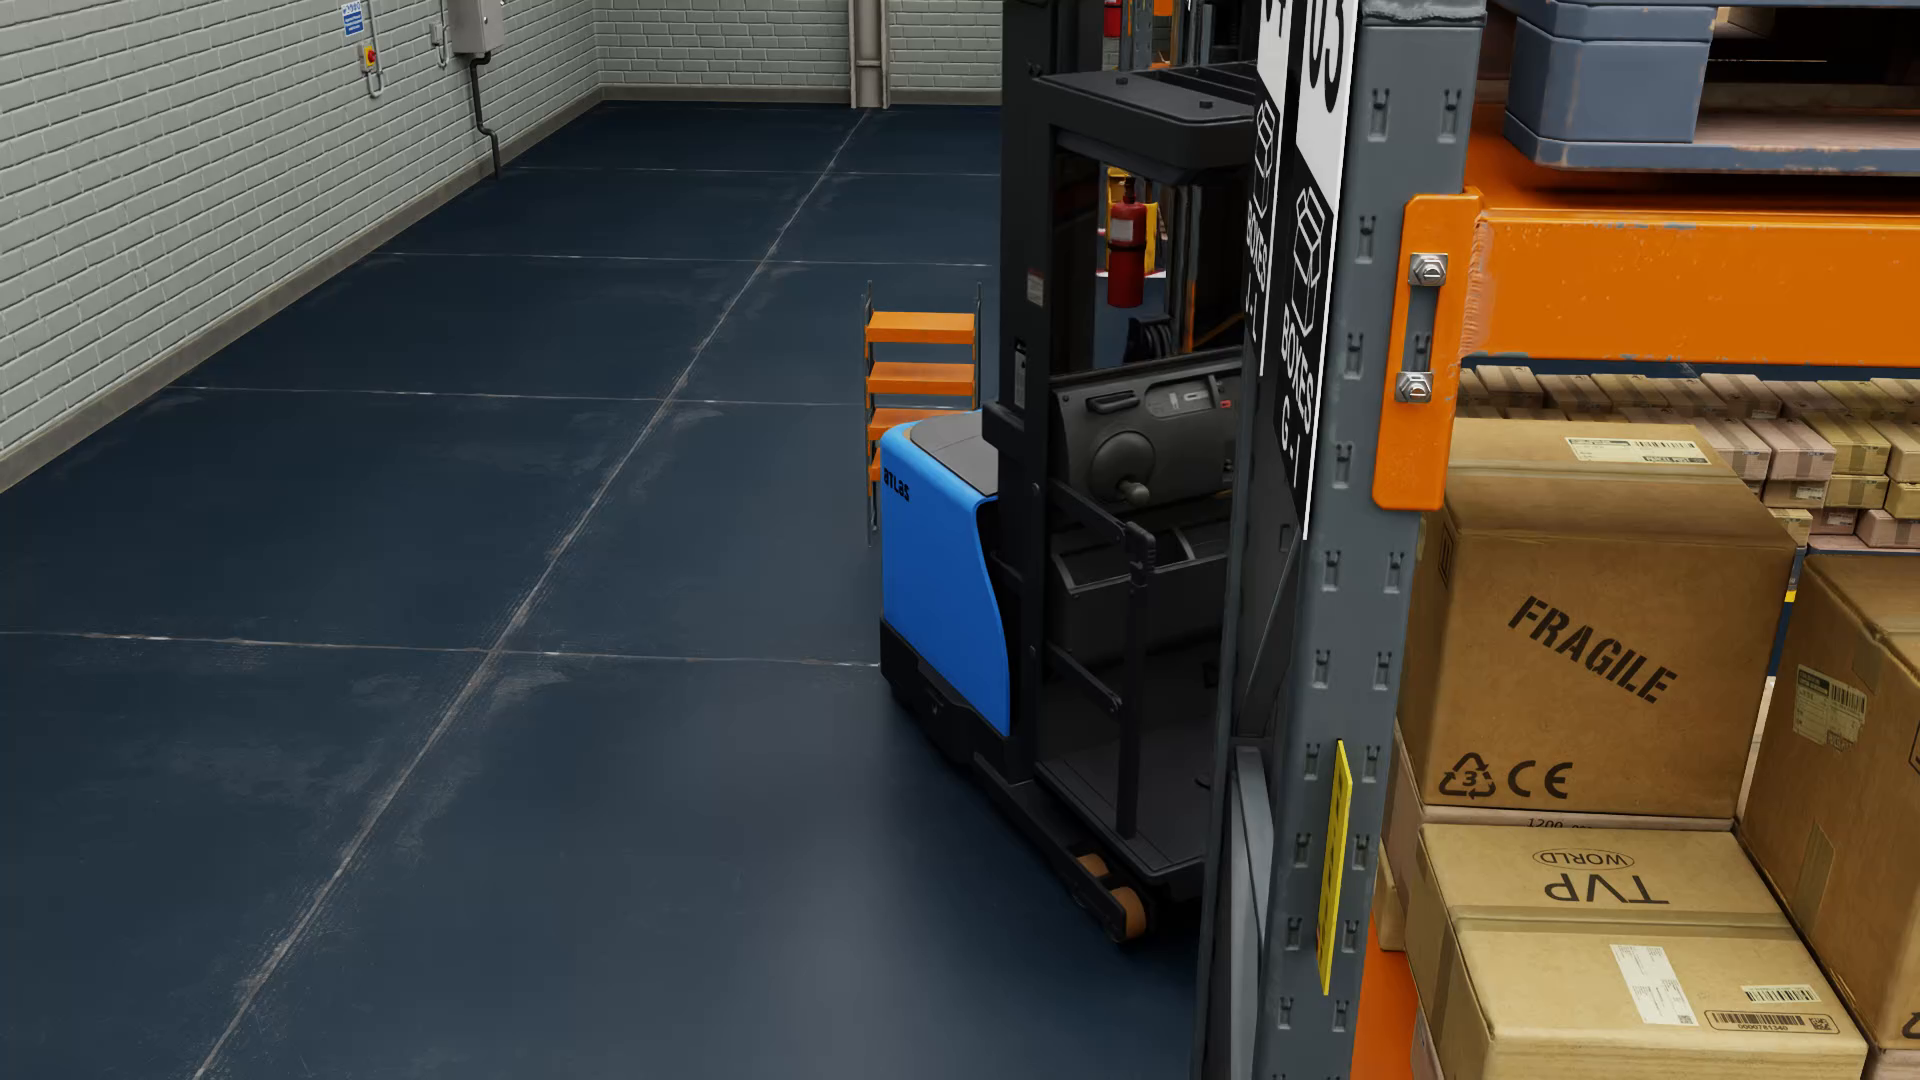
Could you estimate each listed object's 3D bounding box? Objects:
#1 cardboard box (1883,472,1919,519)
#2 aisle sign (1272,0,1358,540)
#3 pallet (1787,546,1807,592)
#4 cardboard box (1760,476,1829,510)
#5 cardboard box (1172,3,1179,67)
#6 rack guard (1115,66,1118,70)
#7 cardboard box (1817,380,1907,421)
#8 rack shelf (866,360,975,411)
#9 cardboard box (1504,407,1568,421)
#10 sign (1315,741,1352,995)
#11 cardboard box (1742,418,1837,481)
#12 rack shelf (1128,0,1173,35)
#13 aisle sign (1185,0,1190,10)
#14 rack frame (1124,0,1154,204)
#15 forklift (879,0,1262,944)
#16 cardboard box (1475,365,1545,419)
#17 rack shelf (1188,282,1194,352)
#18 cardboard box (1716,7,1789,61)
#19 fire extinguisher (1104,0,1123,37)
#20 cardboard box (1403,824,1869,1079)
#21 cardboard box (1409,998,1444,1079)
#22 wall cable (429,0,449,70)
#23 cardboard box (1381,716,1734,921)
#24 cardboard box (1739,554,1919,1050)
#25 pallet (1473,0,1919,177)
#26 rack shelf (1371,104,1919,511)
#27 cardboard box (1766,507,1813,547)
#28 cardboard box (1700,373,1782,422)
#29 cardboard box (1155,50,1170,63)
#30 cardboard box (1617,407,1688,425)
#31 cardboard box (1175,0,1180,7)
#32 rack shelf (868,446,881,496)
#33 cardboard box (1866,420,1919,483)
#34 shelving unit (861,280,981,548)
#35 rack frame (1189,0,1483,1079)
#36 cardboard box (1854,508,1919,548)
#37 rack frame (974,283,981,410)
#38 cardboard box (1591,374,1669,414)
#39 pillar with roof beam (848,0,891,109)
[{"bbox_3d":[4.114,-0.231,7.216,0.250,0.149,0.380,1,25,2],"label":"cardboard box"},{"bbox_3d":[0.429,-0.440,2.008,0.004,0.787,0.394,2,25,4],"label":"aisle sign"},{"bbox_3d":[3.100,-0.096,7.706,1.213,0.211,1.003,2,25,4],"label":"pallet"},{"bbox_3d":[3.616,-0.280,7.322,0.250,0.149,0.380,2,25,5],"label":"cardboard box"},{"bbox_3d":[1.739,-3.423,11.480,0.500,0.500,0.500,2,25,4],"label":"cardboard box"},{"bbox_3d":[1.734,-4.443,16.808,0.348,0.500,1.175,2,25,4],"label":"rack guard"},{"bbox_3d":[4.138,-0.602,7.667,0.250,0.149,0.380,2,25,3],"label":"cardboard box"},{"bbox_3d":[-0.165,-0.693,7.445,0.480,0.148,0.258,2,25,4],"label":"rack shelf"},{"bbox_3d":[2.555,-0.447,7.330,0.250,0.149,0.380,3,25,6],"label":"cardboard box"},{"bbox_3d":[0.475,0.420,2.119,0.005,0.325,0.100,2,25,4],"label":"sign"},{"bbox_3d":[3.581,-0.394,7.215,0.250,0.149,0.380,1,25,1],"label":"cardboard box"},{"bbox_3d":[3.652,-5.190,16.302,4.000,0.370,1.077,2,25,4],"label":"rack shelf"},{"bbox_3d":[0.908,-2.504,6.494,0.004,0.787,0.394,2,25,4],"label":"aisle sign"},{"bbox_3d":[1.282,-3.512,11.795,0.127,3.000,1.000,2,25,4],"label":"rack frame"},{"bbox_3d":[0.813,-0.317,4.931,1.130,2.935,3.031,-12,27,-25],"label":"forklift"},{"bbox_3d":[2.591,-0.693,7.865,0.250,0.149,0.380,3,25,6],"label":"cardboard box"},{"bbox_3d":[2.998,-1.055,7.315,4.000,0.370,1.077,2,25,4],"label":"rack shelf"},{"bbox_3d":[2.960,-1.902,6.622,0.500,0.500,0.500,1,25,2],"label":"cardboard box"},{"bbox_3d":[1.476,-5.189,15.977,0.183,0.674,0.296,2,25,4],"label":"fire extinguisher"},{"bbox_3d":[0.981,0.679,2.510,0.500,0.250,0.500,1,25,3],"label":"cardboard box"},{"bbox_3d":[0.852,0.881,2.547,0.250,0.149,0.380,2,25,5],"label":"cardboard box"},{"bbox_3d":[-4.245,-4.736,13.239,0.122,1.984,0.588,2,25,4],"label":"wall cable"},{"bbox_3d":[1.027,0.456,2.994,0.500,0.250,0.500,1,25,3],"label":"cardboard box"},{"bbox_3d":[1.480,0.354,2.318,0.500,0.500,0.500,1,25,3],"label":"cardboard box"},{"bbox_3d":[1.264,-0.685,2.168,1.213,0.211,1.003,2,25,4],"label":"pallet"},{"bbox_3d":[2.518,-0.354,2.203,4.000,0.370,1.077,2,25,4],"label":"rack shelf"},{"bbox_3d":[3.543,-0.117,7.325,0.250,0.149,0.380,2,25,4],"label":"cardboard box"},{"bbox_3d":[3.629,-0.643,7.756,0.250,0.149,0.380,2,25,5],"label":"cardboard box"},{"bbox_3d":[2.261,-4.579,16.597,0.637,0.503,0.797,1,25,2],"label":"cardboard box"},{"bbox_3d":[3.072,-0.452,7.339,0.250,0.149,0.380,2,25,4],"label":"cardboard box"},{"bbox_3d":[1.739,-3.878,11.274,0.500,0.500,0.500,1,25,3],"label":"cardboard box"},{"bbox_3d":[-0.165,-0.309,7.622,0.480,0.148,0.258,2,25,4],"label":"rack shelf"},{"bbox_3d":[4.111,-0.384,7.191,0.250,0.149,0.380,2,25,4],"label":"cardboard box"},{"bbox_3d":[-0.165,-0.550,7.511,0.503,1.200,0.258,2,25,4],"label":"shelving unit"},{"bbox_3d":[0.523,0.618,2.819,0.127,3.000,1.000,2,25,4],"label":"rack frame"},{"bbox_3d":[4.054,-0.109,7.307,0.250,0.149,0.380,1,25,2],"label":"cardboard box"},{"bbox_3d":[0.078,-0.543,7.494,0.015,1.200,0.240,2,25,4],"label":"rack frame"},{"bbox_3d":[3.108,-0.642,7.753,0.250,0.149,0.380,2,25,4],"label":"cardboard box"},{"bbox_3d":[-1.291,-6.974,12.142,0.400,9.000,9.100,2,25,4],"label":"pillar with roof beam"}]
